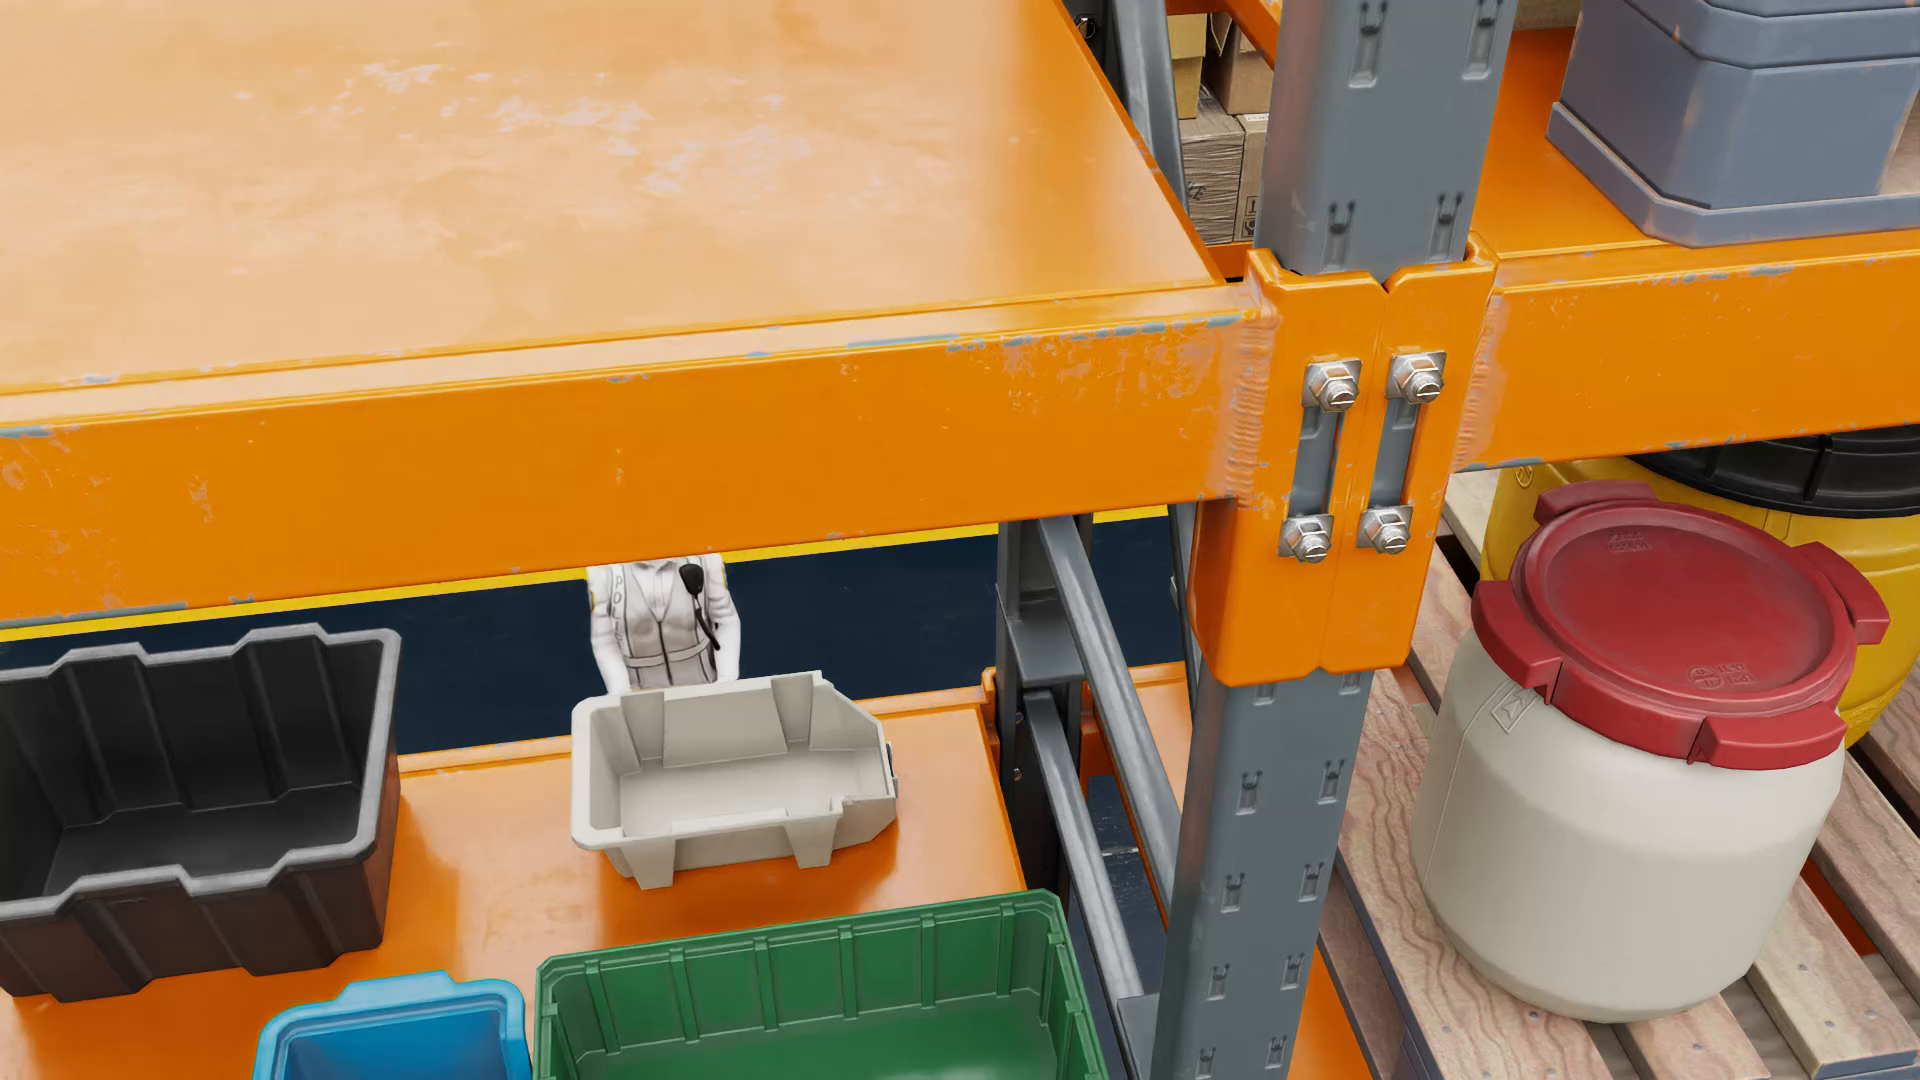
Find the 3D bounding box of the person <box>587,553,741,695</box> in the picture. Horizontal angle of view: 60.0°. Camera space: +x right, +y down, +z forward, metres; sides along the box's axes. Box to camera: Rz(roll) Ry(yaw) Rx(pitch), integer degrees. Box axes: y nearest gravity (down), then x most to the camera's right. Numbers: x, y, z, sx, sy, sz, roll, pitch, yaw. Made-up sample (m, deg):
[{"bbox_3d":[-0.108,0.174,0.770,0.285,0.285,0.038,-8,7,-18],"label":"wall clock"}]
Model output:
[{"bbox_3d":[-0.962,0.492,5.510,0.517,1.701,0.509,-11,40,-14],"label":"person"}]
